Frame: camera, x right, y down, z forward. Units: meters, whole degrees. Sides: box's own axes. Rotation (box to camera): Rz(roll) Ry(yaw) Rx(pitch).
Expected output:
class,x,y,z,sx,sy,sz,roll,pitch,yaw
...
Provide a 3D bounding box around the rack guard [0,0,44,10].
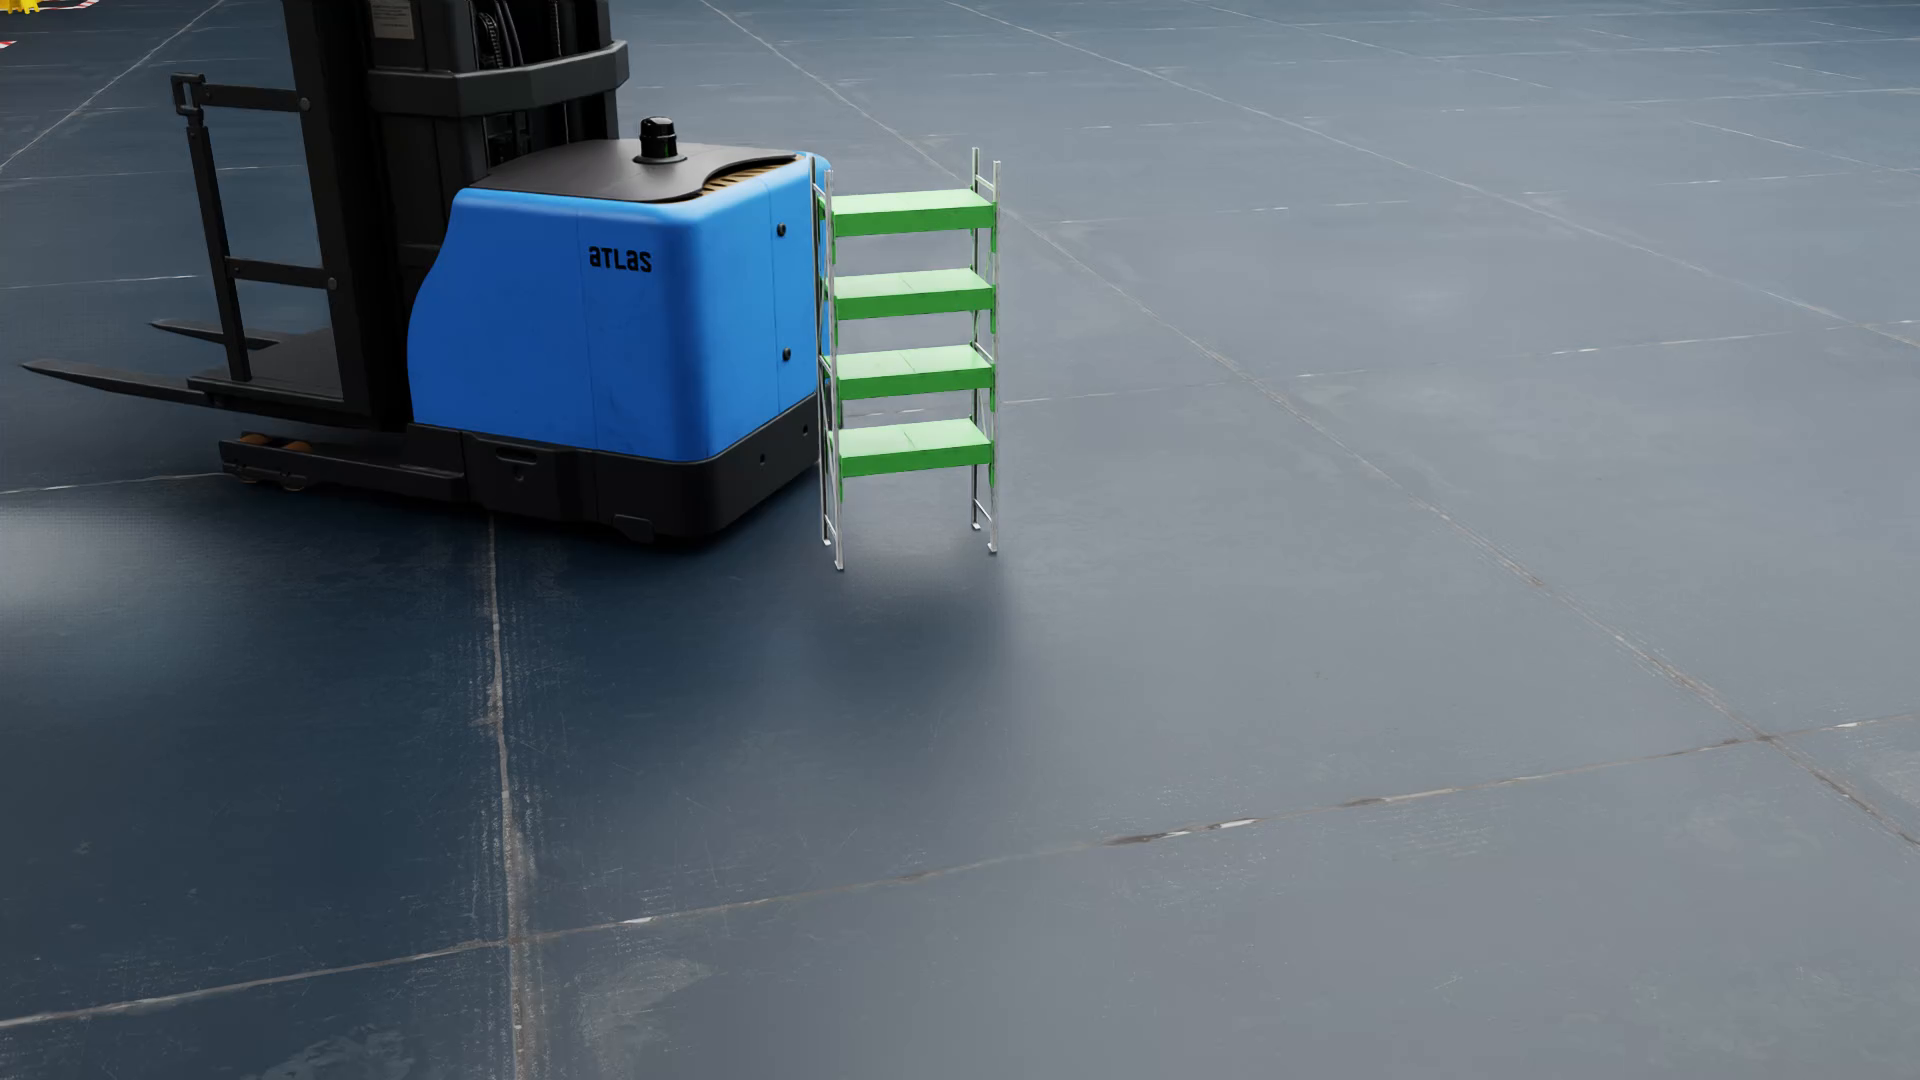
class,x,y,z,sx,sy,sz,roll,pitch,yaw
rack guard,-11.874,-6.990,20.908,0.348,0.500,1.175,-6,24,-14

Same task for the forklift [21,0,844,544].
class,x,y,z,sx,sy,sz,roll,pitch,yaw
forklift,-1.979,-1.692,5.477,3.031,2.935,1.130,9,25,20

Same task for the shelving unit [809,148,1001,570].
class,x,y,z,sx,sy,sz,roll,pitch,yaw
shelving unit,-0.159,-0.534,4.972,0.503,1.200,0.258,-6,24,-14

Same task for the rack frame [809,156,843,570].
class,x,y,z,sx,sy,sz,roll,pitch,yaw
rack frame,-0.394,-0.508,4.912,0.015,1.200,0.240,-6,24,-14

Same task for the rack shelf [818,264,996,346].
class,x,y,z,sx,sy,sz,roll,pitch,yaw
rack shelf,-0.159,-0.696,4.903,0.480,0.148,0.258,-6,24,-14

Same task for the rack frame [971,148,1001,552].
class,x,y,z,sx,sy,sz,roll,pitch,yaw
rack frame,0.076,-0.560,5.033,0.015,1.200,0.240,-6,24,-14

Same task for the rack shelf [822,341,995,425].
class,x,y,z,sx,sy,sz,roll,pitch,yaw
rack shelf,-0.159,-0.475,4.998,0.480,0.148,0.258,-6,24,-14

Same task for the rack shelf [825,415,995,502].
class,x,y,z,sx,sy,sz,roll,pitch,yaw
rack shelf,-0.159,-0.254,5.092,0.480,0.148,0.258,-6,24,-14

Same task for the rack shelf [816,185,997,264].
class,x,y,z,sx,sy,sz,roll,pitch,yaw
rack shelf,-0.159,-0.916,4.808,0.480,0.148,0.258,-6,24,-14

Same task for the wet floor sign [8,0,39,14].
class,x,y,z,sx,sy,sz,roll,pitch,yaw
wet floor sign,-11.329,-6.679,19.998,0.232,0.644,0.267,2,23,4
